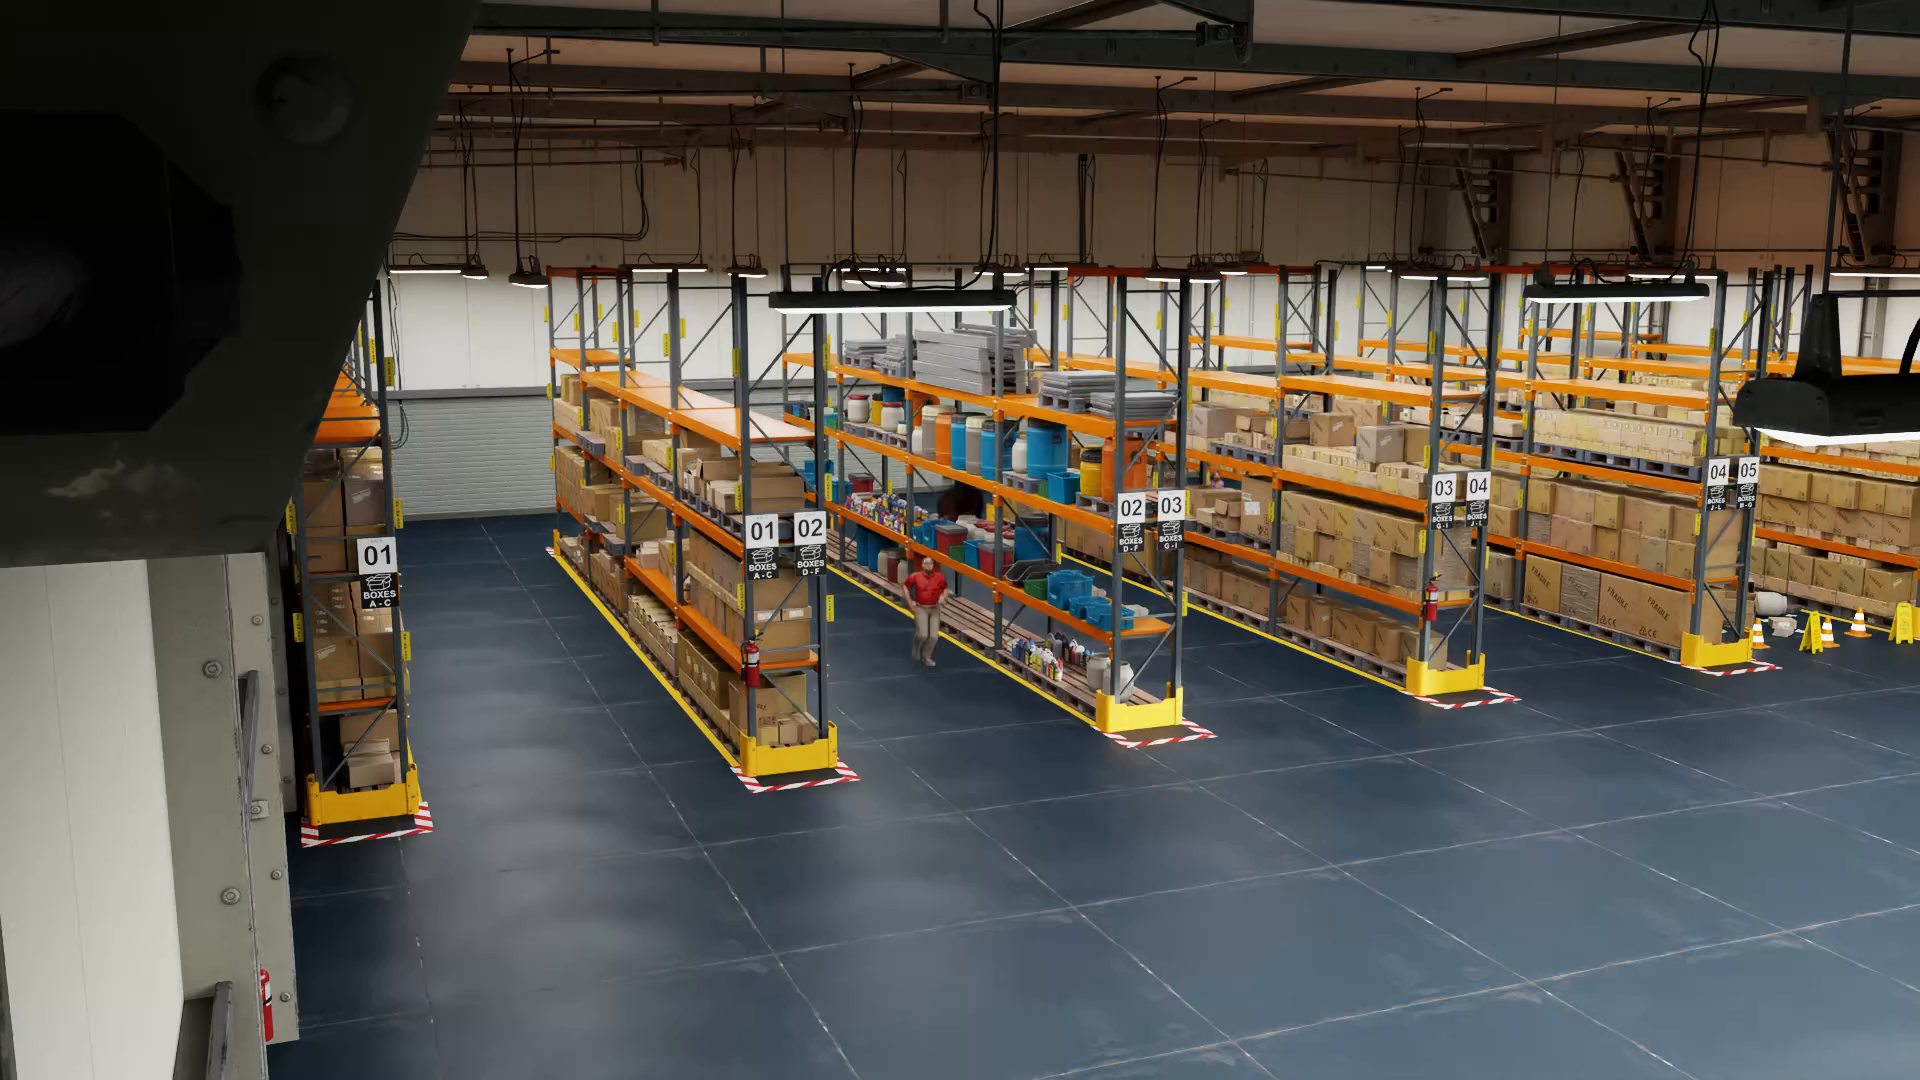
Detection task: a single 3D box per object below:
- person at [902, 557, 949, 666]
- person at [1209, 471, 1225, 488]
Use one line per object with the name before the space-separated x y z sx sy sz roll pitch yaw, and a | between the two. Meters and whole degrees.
person | -0.490 1.097 25.410 0.710 1.697 0.563 -3 10 -15
person | 5.624 -0.748 36.490 0.542 1.565 0.494 -3 10 -17
